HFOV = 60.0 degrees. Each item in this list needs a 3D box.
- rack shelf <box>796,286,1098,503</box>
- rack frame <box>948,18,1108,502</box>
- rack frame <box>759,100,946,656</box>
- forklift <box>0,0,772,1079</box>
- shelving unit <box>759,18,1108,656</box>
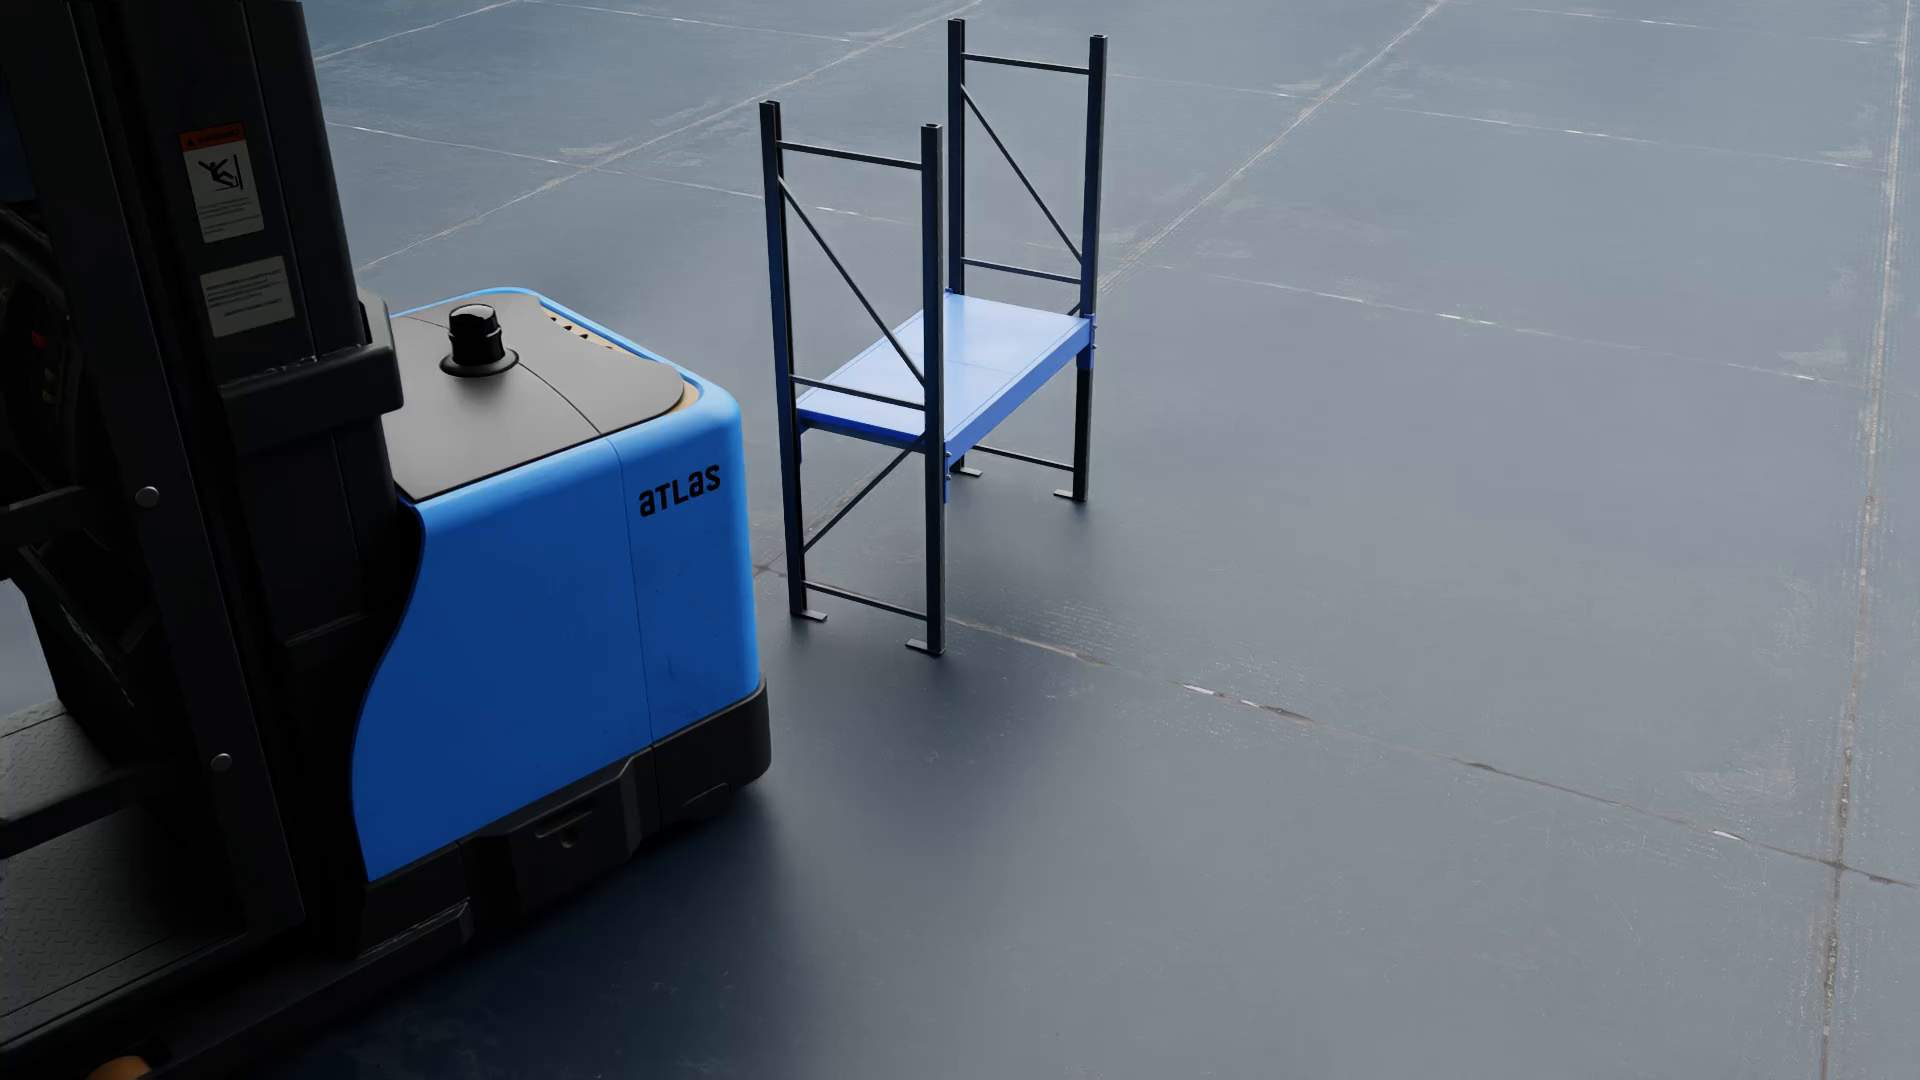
[{"bbox_3d":[-0.039,-0.457,4.900,0.538,0.185,1.000,14,33,23],"label":"rack shelf"},{"bbox_3d":[0.193,-0.838,5.203,0.500,1.500,0.032,14,33,23],"label":"rack frame"},{"bbox_3d":[-0.270,-0.387,4.418,0.500,1.500,0.032,14,33,23],"label":"rack frame"},{"bbox_3d":[-1.889,-0.330,2.881,3.031,2.935,1.130,-25,38,-36],"label":"forklift"},{"bbox_3d":[-0.039,-0.613,4.811,0.538,1.500,1.048,14,33,23],"label":"shelving unit"}]
